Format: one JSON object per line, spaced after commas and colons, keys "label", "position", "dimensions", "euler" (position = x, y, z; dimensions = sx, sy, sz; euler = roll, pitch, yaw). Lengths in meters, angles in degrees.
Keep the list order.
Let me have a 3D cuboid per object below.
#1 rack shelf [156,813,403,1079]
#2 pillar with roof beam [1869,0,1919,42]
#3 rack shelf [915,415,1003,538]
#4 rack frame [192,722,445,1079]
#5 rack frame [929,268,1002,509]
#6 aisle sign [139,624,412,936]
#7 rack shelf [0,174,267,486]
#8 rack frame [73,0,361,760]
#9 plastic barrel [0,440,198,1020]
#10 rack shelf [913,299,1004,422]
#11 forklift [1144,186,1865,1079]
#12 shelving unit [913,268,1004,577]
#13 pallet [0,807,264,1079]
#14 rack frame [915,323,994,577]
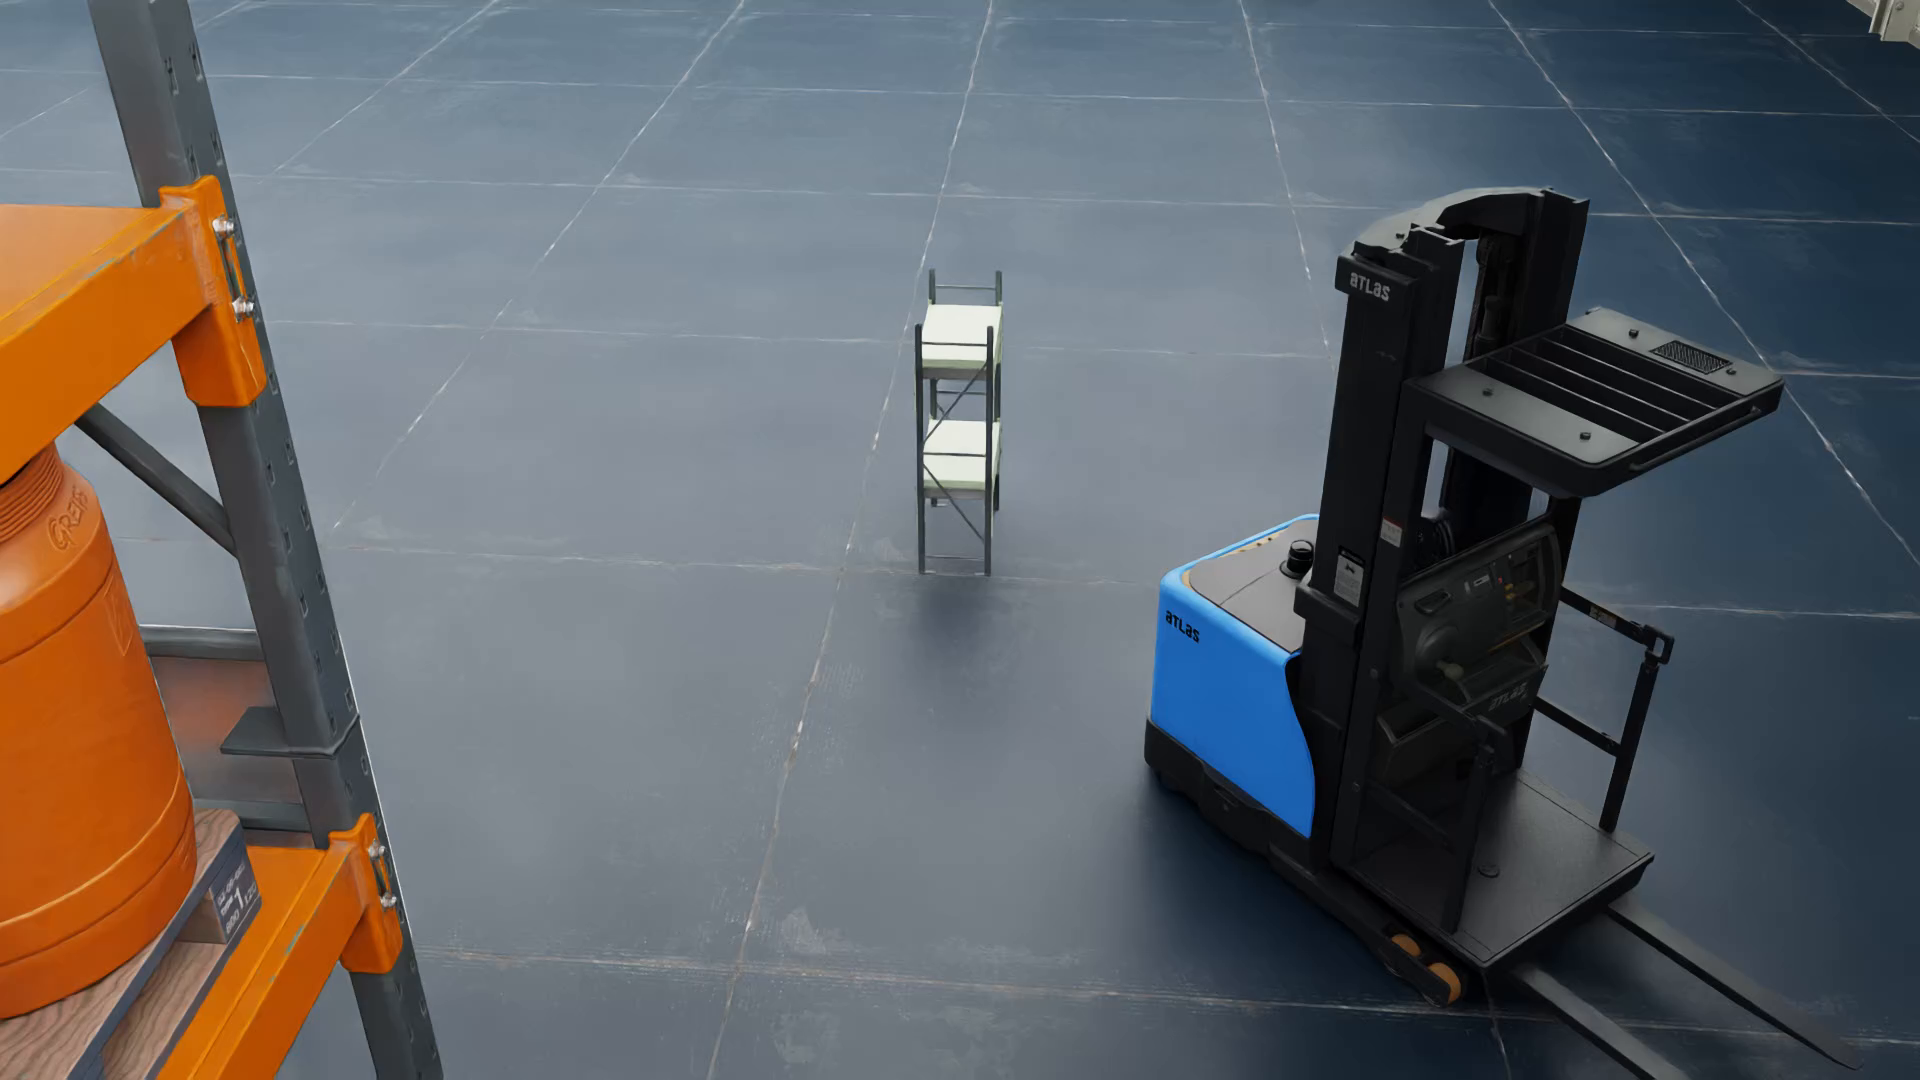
{"label": "rack shelf", "position": [-1.837, 1.713, 1.719], "dimensions": [1.077, 0.370, 4.000], "euler": [2, 32, 4]}
{"label": "pillar with roof beam", "position": [6.180, -9.686, 16.671], "dimensions": [9.100, 9.000, 0.400], "euler": [2, 32, 4]}
{"label": "rack shelf", "position": [0.001, -0.364, 9.314], "dimensions": [0.431, 0.370, 0.720], "euler": [2, 32, 4]}
{"label": "rack frame", "position": [-1.674, 1.637, 4.014], "dimensions": [1.000, 3.000, 0.127], "euler": [2, 32, 4]}
{"label": "rack frame", "position": [0.030, -0.833, 9.453], "dimensions": [0.400, 1.500, 0.023], "euler": [2, 32, 4]}
{"label": "aisle sign", "position": [-1.372, 0.506, 3.373], "dimensions": [0.394, 0.787, 0.004], "euler": [2, 32, 4]}
{"label": "rack shelf", "position": [-1.837, 0.606, 1.037], "dimensions": [1.077, 0.370, 4.000], "euler": [2, 32, 4]}
{"label": "rack frame", "position": [-1.674, -0.917, 2.440], "dimensions": [1.000, 3.000, 0.127], "euler": [2, 32, 4]}
{"label": "plastic barrel", "position": [-1.587, 0.258, 2.583], "dimensions": [0.600, 0.830, 0.708], "euler": [2, 32, 4]}
{"label": "rack shelf", "position": [0.001, -0.974, 8.938], "dimensions": [0.431, 0.370, 0.720], "euler": [2, 32, 4]}
{"label": "forklift", "position": [2.127, 0.296, 6.257], "dimensions": [1.130, 2.935, 3.031], "euler": [-21, 37, -30]}
{"label": "shelving unit", "position": [0.001, -0.642, 9.142], "dimensions": [0.431, 1.500, 0.755], "euler": [2, 32, 4]}
{"label": "pallet", "position": [-1.839, 0.869, 2.582], "dimensions": [1.003, 0.211, 1.213], "euler": [2, 32, 4]}
{"label": "rack frame", "position": [-0.029, -0.451, 8.832], "dimensions": [0.400, 1.500, 0.023], "euler": [2, 32, 4]}
